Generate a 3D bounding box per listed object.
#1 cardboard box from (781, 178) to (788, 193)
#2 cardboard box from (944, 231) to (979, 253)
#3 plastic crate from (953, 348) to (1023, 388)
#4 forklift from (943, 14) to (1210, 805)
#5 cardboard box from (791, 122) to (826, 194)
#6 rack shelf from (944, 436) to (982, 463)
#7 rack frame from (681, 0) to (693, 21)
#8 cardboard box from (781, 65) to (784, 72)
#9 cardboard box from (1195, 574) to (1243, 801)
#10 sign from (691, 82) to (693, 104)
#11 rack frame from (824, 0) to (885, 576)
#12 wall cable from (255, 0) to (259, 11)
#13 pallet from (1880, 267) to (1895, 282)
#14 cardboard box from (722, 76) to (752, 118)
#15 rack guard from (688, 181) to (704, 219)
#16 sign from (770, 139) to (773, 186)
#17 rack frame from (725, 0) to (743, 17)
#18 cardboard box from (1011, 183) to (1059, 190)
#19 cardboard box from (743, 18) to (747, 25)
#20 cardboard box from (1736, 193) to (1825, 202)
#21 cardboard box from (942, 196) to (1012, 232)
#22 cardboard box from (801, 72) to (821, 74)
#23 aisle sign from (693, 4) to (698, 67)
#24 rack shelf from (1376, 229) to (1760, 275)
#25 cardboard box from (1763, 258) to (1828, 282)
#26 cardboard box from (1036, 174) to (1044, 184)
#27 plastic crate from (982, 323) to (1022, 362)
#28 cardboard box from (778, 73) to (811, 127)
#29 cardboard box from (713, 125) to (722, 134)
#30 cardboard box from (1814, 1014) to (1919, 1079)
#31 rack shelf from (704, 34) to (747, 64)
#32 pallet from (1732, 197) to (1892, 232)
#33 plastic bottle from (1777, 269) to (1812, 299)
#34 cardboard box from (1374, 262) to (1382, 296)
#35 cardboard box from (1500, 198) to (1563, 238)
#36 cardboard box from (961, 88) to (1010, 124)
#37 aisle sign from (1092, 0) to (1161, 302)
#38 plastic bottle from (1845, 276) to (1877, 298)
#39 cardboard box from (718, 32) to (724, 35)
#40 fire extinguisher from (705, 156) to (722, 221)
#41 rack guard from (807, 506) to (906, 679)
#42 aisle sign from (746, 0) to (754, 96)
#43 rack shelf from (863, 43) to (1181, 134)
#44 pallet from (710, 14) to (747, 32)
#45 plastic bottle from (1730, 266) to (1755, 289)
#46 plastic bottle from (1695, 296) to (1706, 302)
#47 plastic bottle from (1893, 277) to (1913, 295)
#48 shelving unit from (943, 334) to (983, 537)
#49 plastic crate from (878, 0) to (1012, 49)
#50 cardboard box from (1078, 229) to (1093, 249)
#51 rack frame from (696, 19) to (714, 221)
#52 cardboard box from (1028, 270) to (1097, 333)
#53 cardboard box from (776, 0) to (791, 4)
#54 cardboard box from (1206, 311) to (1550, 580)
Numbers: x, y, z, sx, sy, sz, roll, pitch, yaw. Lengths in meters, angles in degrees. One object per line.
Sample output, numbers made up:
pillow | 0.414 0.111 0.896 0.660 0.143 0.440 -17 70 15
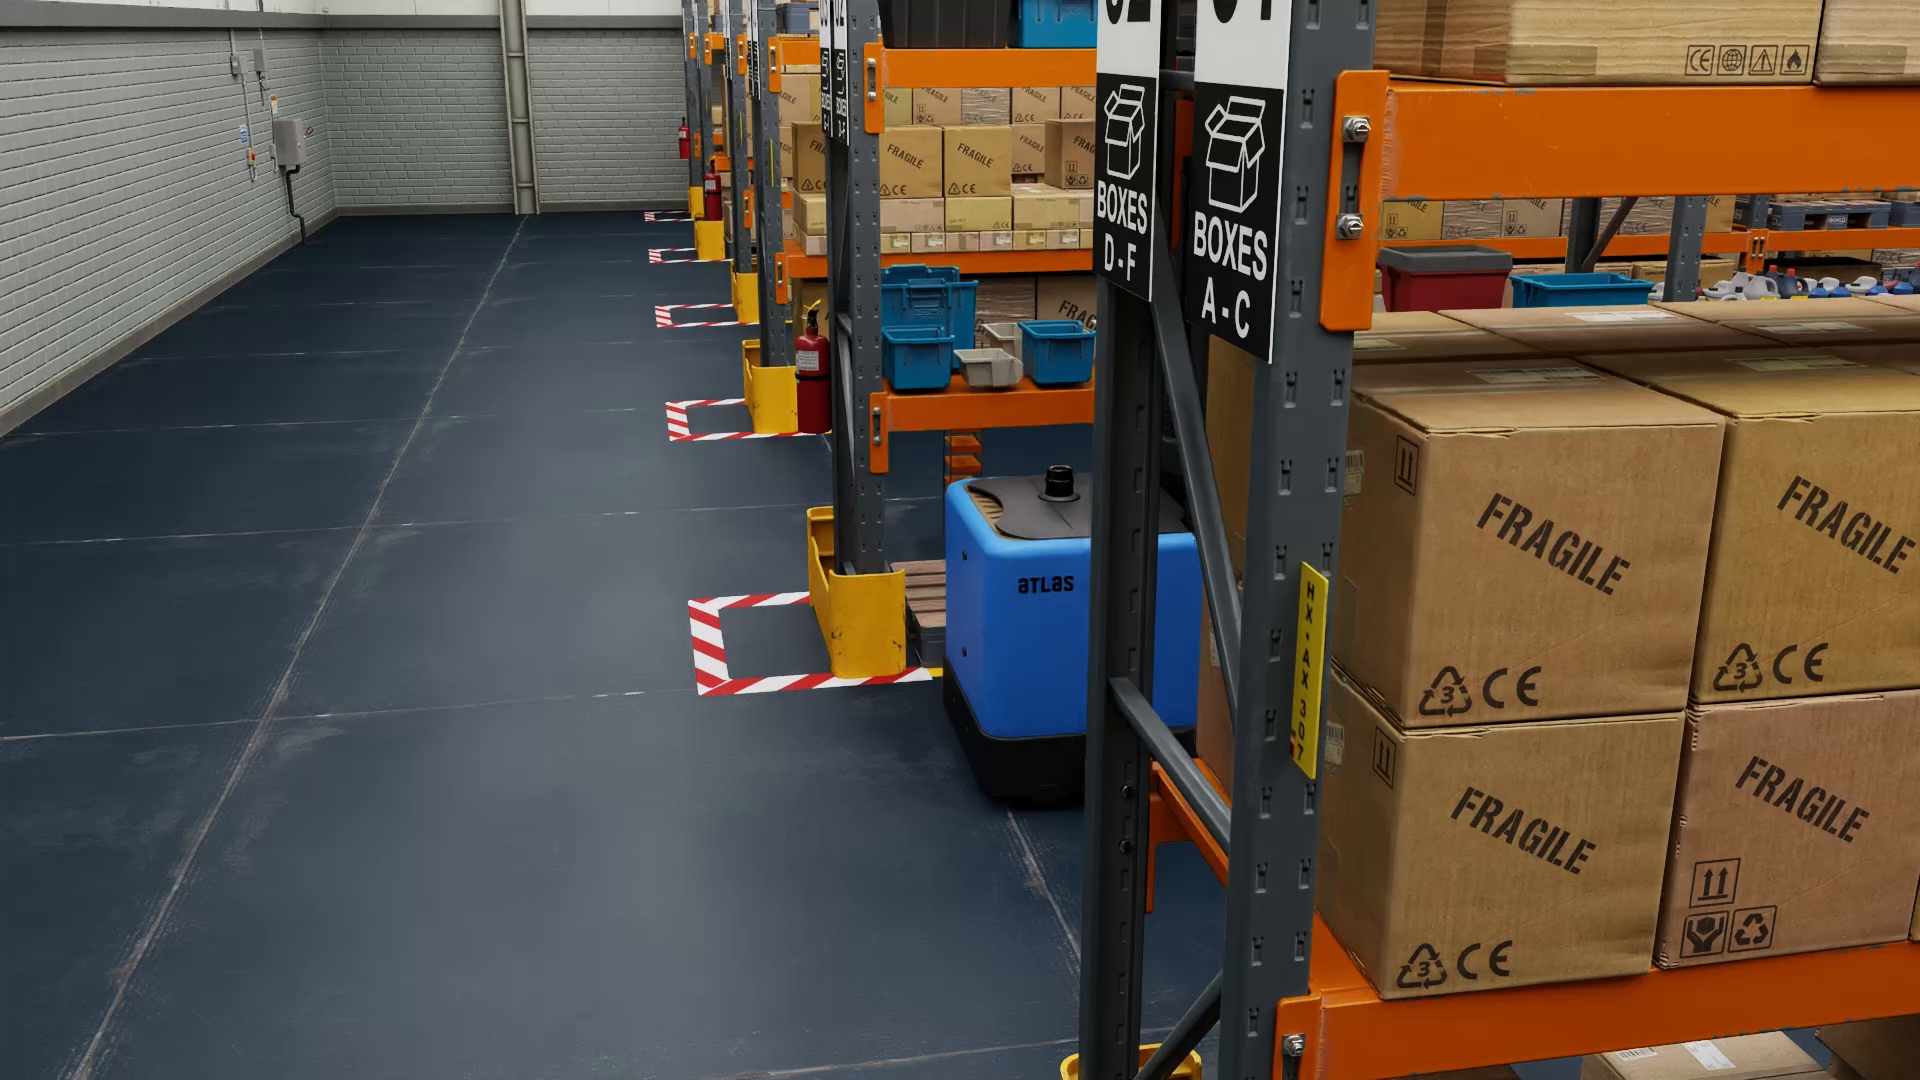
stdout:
cardboard box | -1.903 -3.636 16.968 0.250 0.149 0.380 -3 17 -11
cardboard box | -0.022 -2.259 12.486 0.250 0.149 0.380 -4 17 -12
plastic crate | 0.134 -0.784 7.604 0.298 0.136 0.250 -3 17 -10
forklift | 1.493 -0.572 6.681 3.031 2.935 1.130 -3 17 -10
cardboard box | -1.013 -2.929 12.709 0.500 0.500 0.500 -3 17 -10
rack shelf | 0.014 -0.532 9.651 0.180 0.103 0.258 -3 17 -10
rack frame | -4.267 -9.552 25.585 0.127 3.000 1.000 -3 17 -10
cardboard box | -2.399 -6.046 21.409 0.250 0.149 0.380 -3 17 -9
cardboard box | 0.822 0.308 3.530 0.500 0.500 0.500 -3 17 -9
sign | -4.163 -6.942 25.829 0.005 0.325 0.100 -3 17 -10
rack frame | -0.502 -0.969 7.857 0.127 3.000 1.000 -3 17 -10
wall cable | -8.993 -7.940 20.337 0.029 3.000 2.355 -3 17 -10
pallet | 10.261 -3.187 19.830 1.213 0.211 1.003 -3 17 -10
cardboard box | -2.796 -5.724 21.466 0.500 0.500 0.500 -4 17 -12
rack guard | -4.192 -5.494 26.846 0.348 0.500 1.175 -3 17 -10
sign | -1.342 -2.688 11.845 0.005 0.325 0.100 -3 17 -10
rack frame | -2.283 -6.700 16.299 0.127 3.000 1.000 -3 17 -10
cardboard box | 0.493 -2.657 13.104 0.500 0.250 0.500 -3 17 -10
cardboard box | -3.284 -8.169 25.939 0.500 0.250 0.500 -3 17 -9
cardboard box | 6.936 -3.132 14.016 0.500 0.500 0.500 -5 18 -17
cardboard box | 0.084 -2.474 12.506 0.500 0.250 0.500 -4 17 -12
cardboard box | -1.383 -4.626 17.383 0.500 0.500 0.500 -4 17 -12
aisle sign | -3.451 -6.582 21.704 0.004 0.787 0.394 -3 17 -10
rack shelf | 4.450 -2.387 13.700 4.000 0.370 1.077 -3 17 -10
cardboard box | 7.066 -2.262 14.299 0.500 0.250 0.500 -3 17 -8
cardboard box | 0.902 -3.808 17.529 0.250 0.149 0.380 -3 17 -8
plastic crate | 0.265 -0.969 8.205 0.243 0.136 0.396 -3 17 -10
cardboard box | -1.792 -4.449 16.807 0.500 0.500 0.500 -3 17 -11
cardboard box | -3.892 -6.503 26.304 0.250 0.149 0.380 -3 17 -11
cardboard box | 2.518 1.326 3.890 0.637 0.503 0.797 -3 17 -10
rack shelf | -1.358 -6.455 21.835 4.000 0.370 1.077 -3 17 -10
pallet | 7.093 -2.821 14.214 1.003 0.211 1.213 -3 17 -10
plastic bottle | 4.475 -1.282 8.962 0.185 0.351 0.144 -3 17 -10
cardboard box | 3.111 -1.846 13.617 0.875 0.875 1.225 -3 17 -10
cardboard box | 4.476 -2.707 13.347 0.500 0.500 0.500 -3 17 -9
cardboard box | 0.222 -4.564 17.183 0.500 0.500 0.500 -3 17 -9
aisle sign | 0.309 -0.868 3.101 0.004 0.787 0.394 -3 17 -10
plastic bottle | 4.965 -1.316 9.200 0.135 0.276 0.152 -3 17 -10
cardboard box | -3.657 -7.971 25.974 0.250 0.149 0.380 -3 17 -9
fire extinguisher | -2.618 -3.736 17.633 0.183 0.674 0.296 -3 17 -10
rack guard | -0.523 0.231 8.208 0.348 0.500 1.175 -3 17 -10
aisle sign | -1.569 -3.722 12.393 0.004 0.787 0.394 -3 17 -10
rack shelf | 1.462 -2.170 7.885 4.000 0.370 1.077 -3 17 -10
pallet | -2.595 -6.689 21.524 1.213 0.211 1.003 -3 17 -10
plastic bottle | 4.266 -1.314 9.064 0.185 0.351 0.144 -3 17 -10
plastic bottle | 4.003 -1.216 9.001 0.097 0.201 0.097 0 17 0
plastic bottle | 5.216 -1.318 9.215 0.097 0.271 0.097 0 17 0
shelving unit | 0.014 -0.574 9.638 0.189 1.200 0.258 -3 17 -10
plastic crate | -0.071 -2.281 7.245 0.590 0.269 0.497 -3 17 -10
cardboard box | 0.987 -2.316 12.672 0.250 0.149 0.380 -4 17 -11
rack frame | -3.321 -5.254 21.807 0.127 3.000 1.000 -3 17 -10
cardboard box | 0.939 -1.741 13.274 0.875 0.875 0.875 -3 17 -10
cardboard box | -1.793 -5.383 16.526 0.500 0.250 0.500 -3 17 -10
cardboard box | 0.819 -0.171 3.385 0.500 0.500 0.500 -3 17 -11
